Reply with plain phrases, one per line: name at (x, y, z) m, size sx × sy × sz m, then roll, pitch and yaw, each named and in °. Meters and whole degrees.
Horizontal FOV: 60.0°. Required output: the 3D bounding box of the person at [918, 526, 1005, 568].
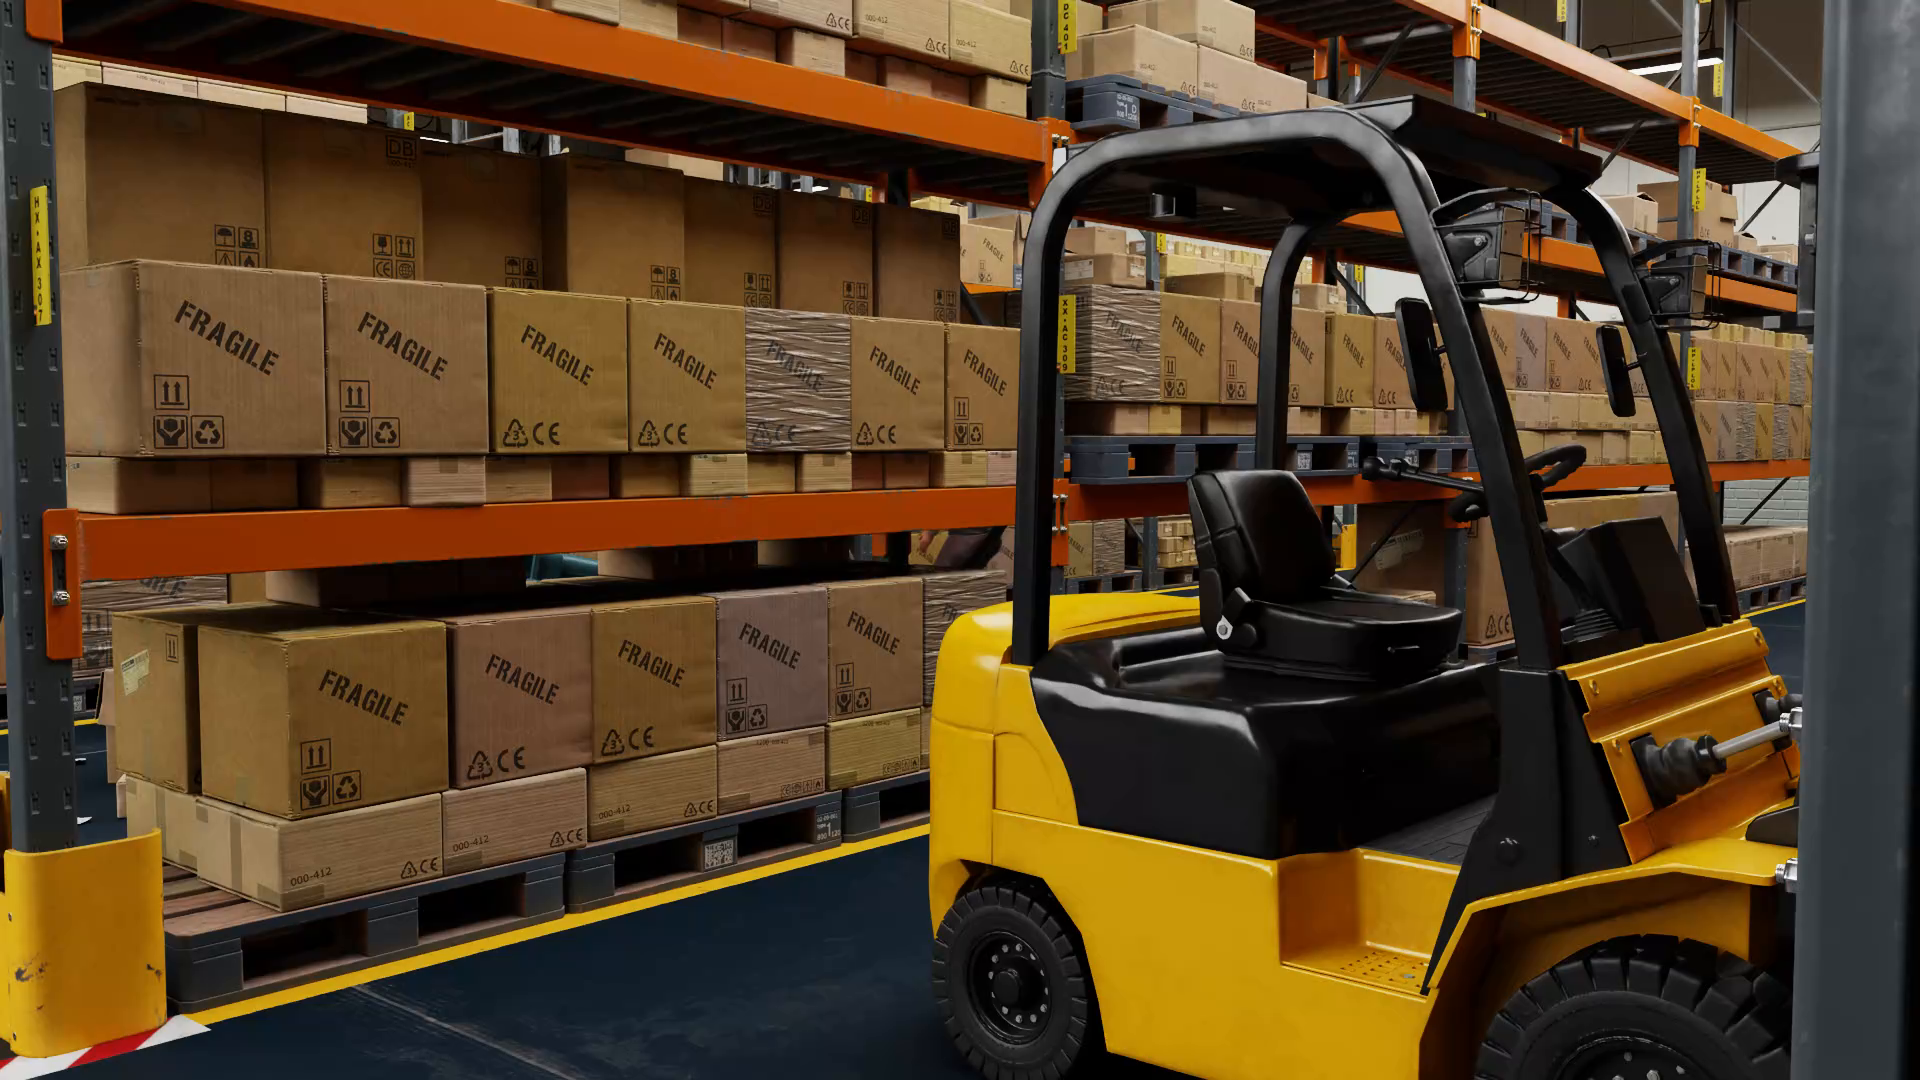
person at (0.013, -0.017, 11.972) m, size 0.555 × 1.577 × 0.581 m, roll 3°, pitch 5°, yaw 42°
